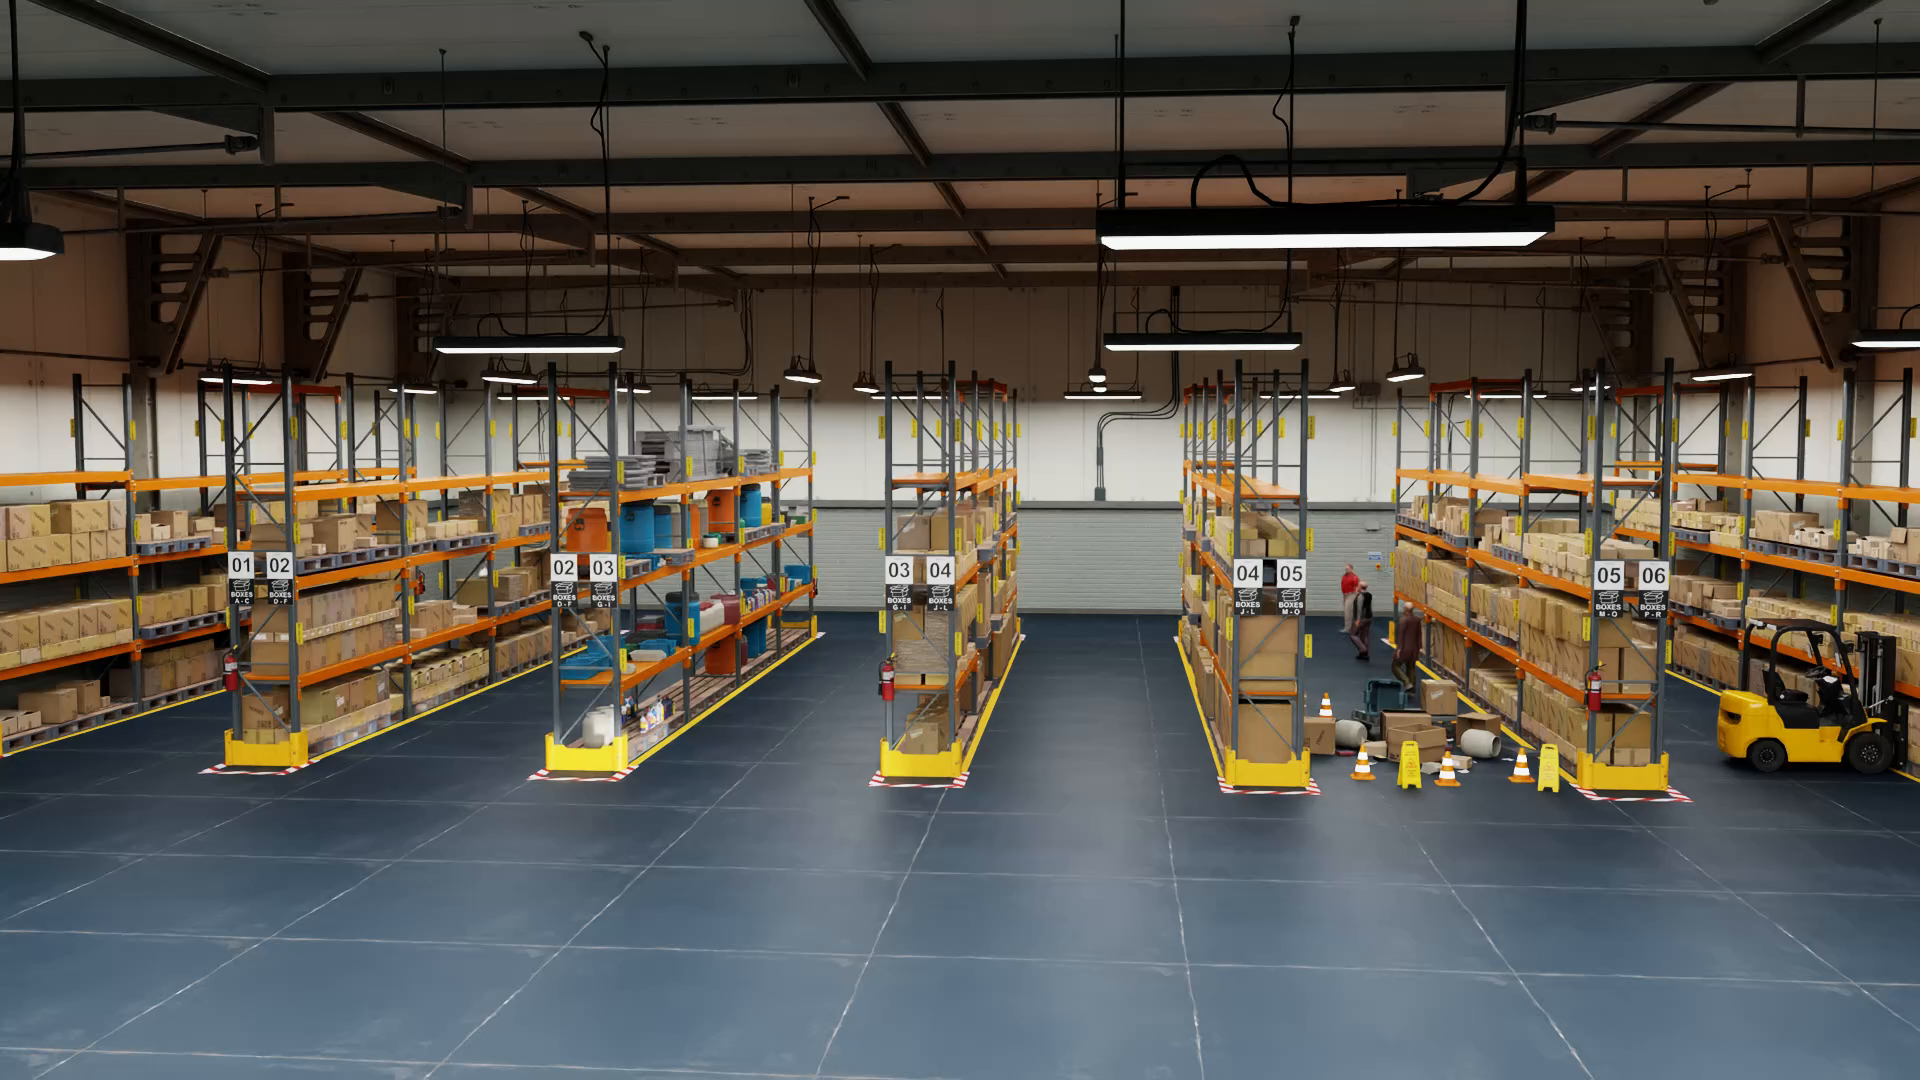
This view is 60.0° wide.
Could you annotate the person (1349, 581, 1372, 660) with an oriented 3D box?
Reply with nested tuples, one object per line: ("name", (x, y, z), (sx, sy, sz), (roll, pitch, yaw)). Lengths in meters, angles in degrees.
("person", (8.797, 1.756, 36.269), (0.571, 1.722, 0.452), (-4, 5, -43))

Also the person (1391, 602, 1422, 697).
("person", (8.439, 2.057, 31.252), (0.638, 1.777, 0.539), (-2, 4, -29))

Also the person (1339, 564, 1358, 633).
("person", (9.722, 1.431, 41.203), (0.825, 1.692, 0.533), (-1, 4, -15))

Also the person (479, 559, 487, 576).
("person", (-11.987, 1.338, 42.153), (0.491, 1.765, 0.568), (0, 4, 1))
